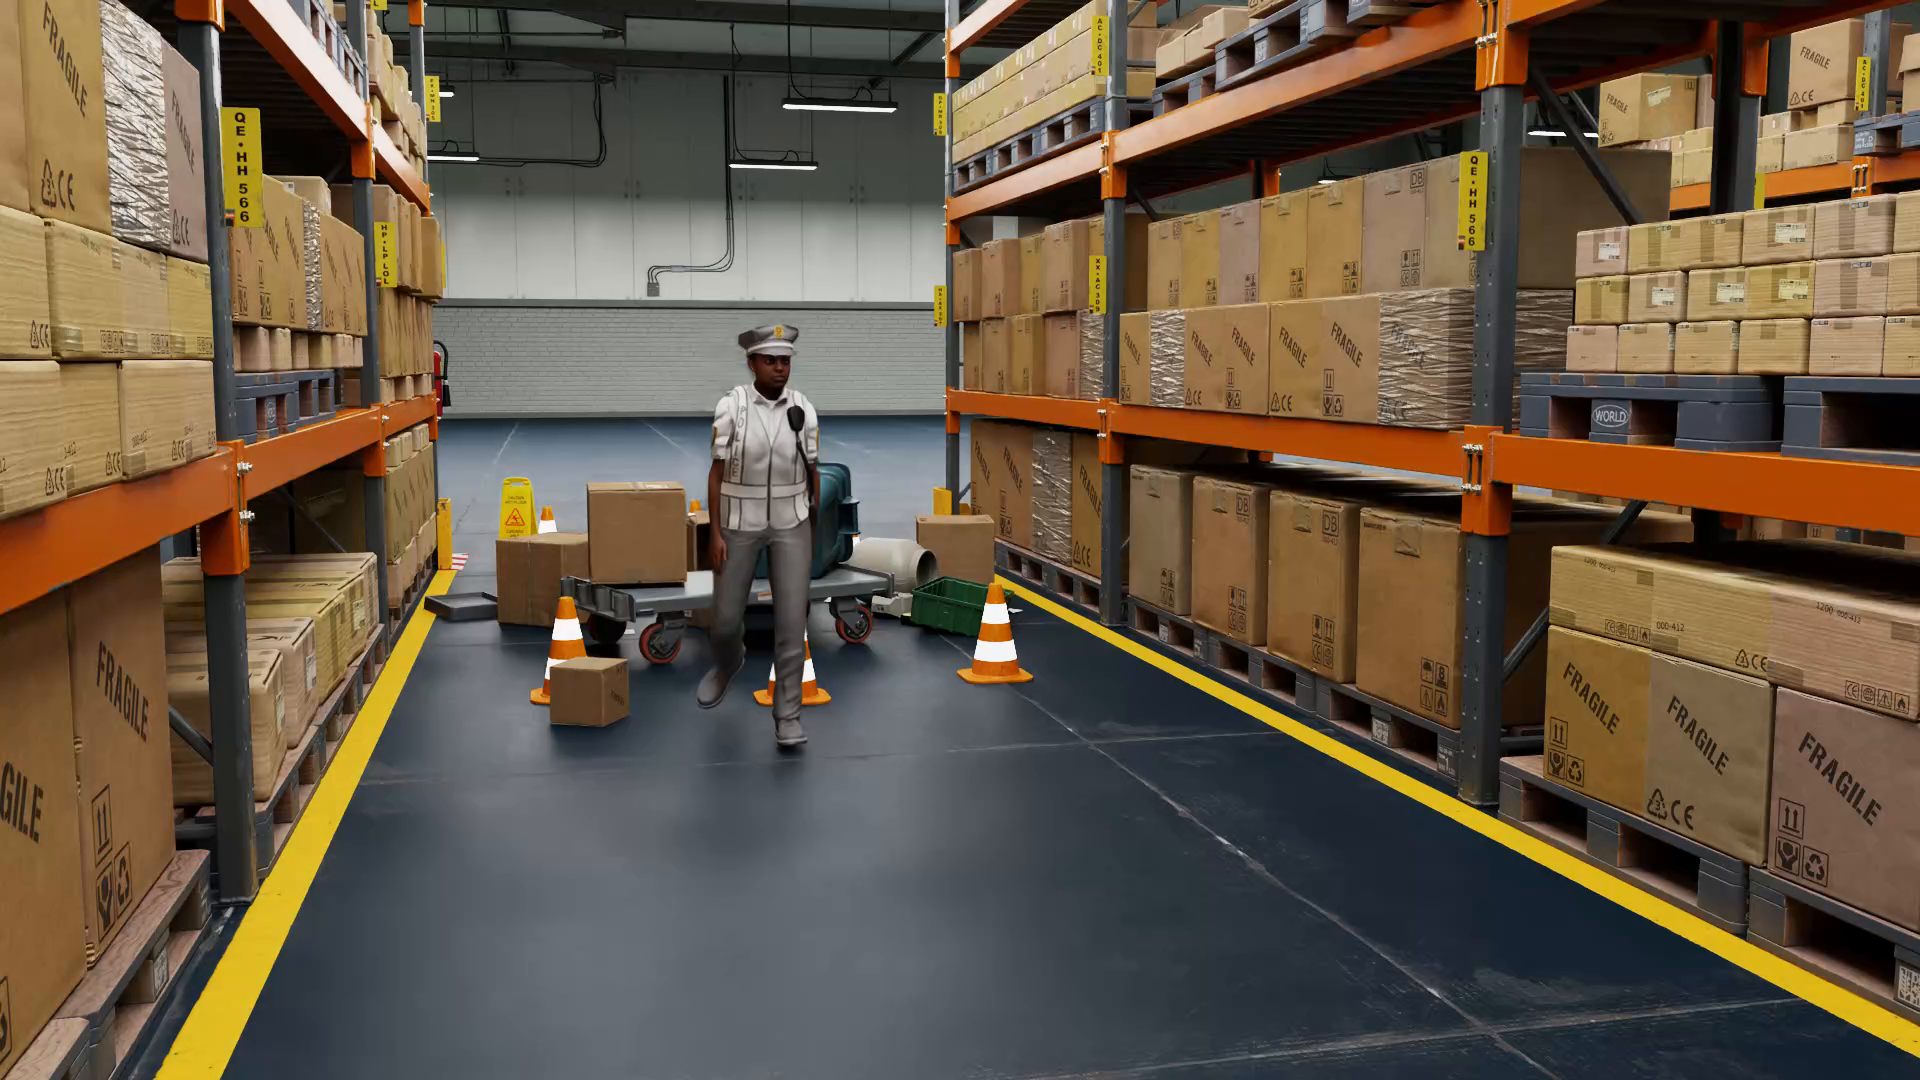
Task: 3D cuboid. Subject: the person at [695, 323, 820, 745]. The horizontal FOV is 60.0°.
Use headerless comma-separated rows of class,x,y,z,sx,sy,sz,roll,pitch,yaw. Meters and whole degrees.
person,-0.823,-0.041,6.783,0.494,1.670,0.695,-2,6,-14
